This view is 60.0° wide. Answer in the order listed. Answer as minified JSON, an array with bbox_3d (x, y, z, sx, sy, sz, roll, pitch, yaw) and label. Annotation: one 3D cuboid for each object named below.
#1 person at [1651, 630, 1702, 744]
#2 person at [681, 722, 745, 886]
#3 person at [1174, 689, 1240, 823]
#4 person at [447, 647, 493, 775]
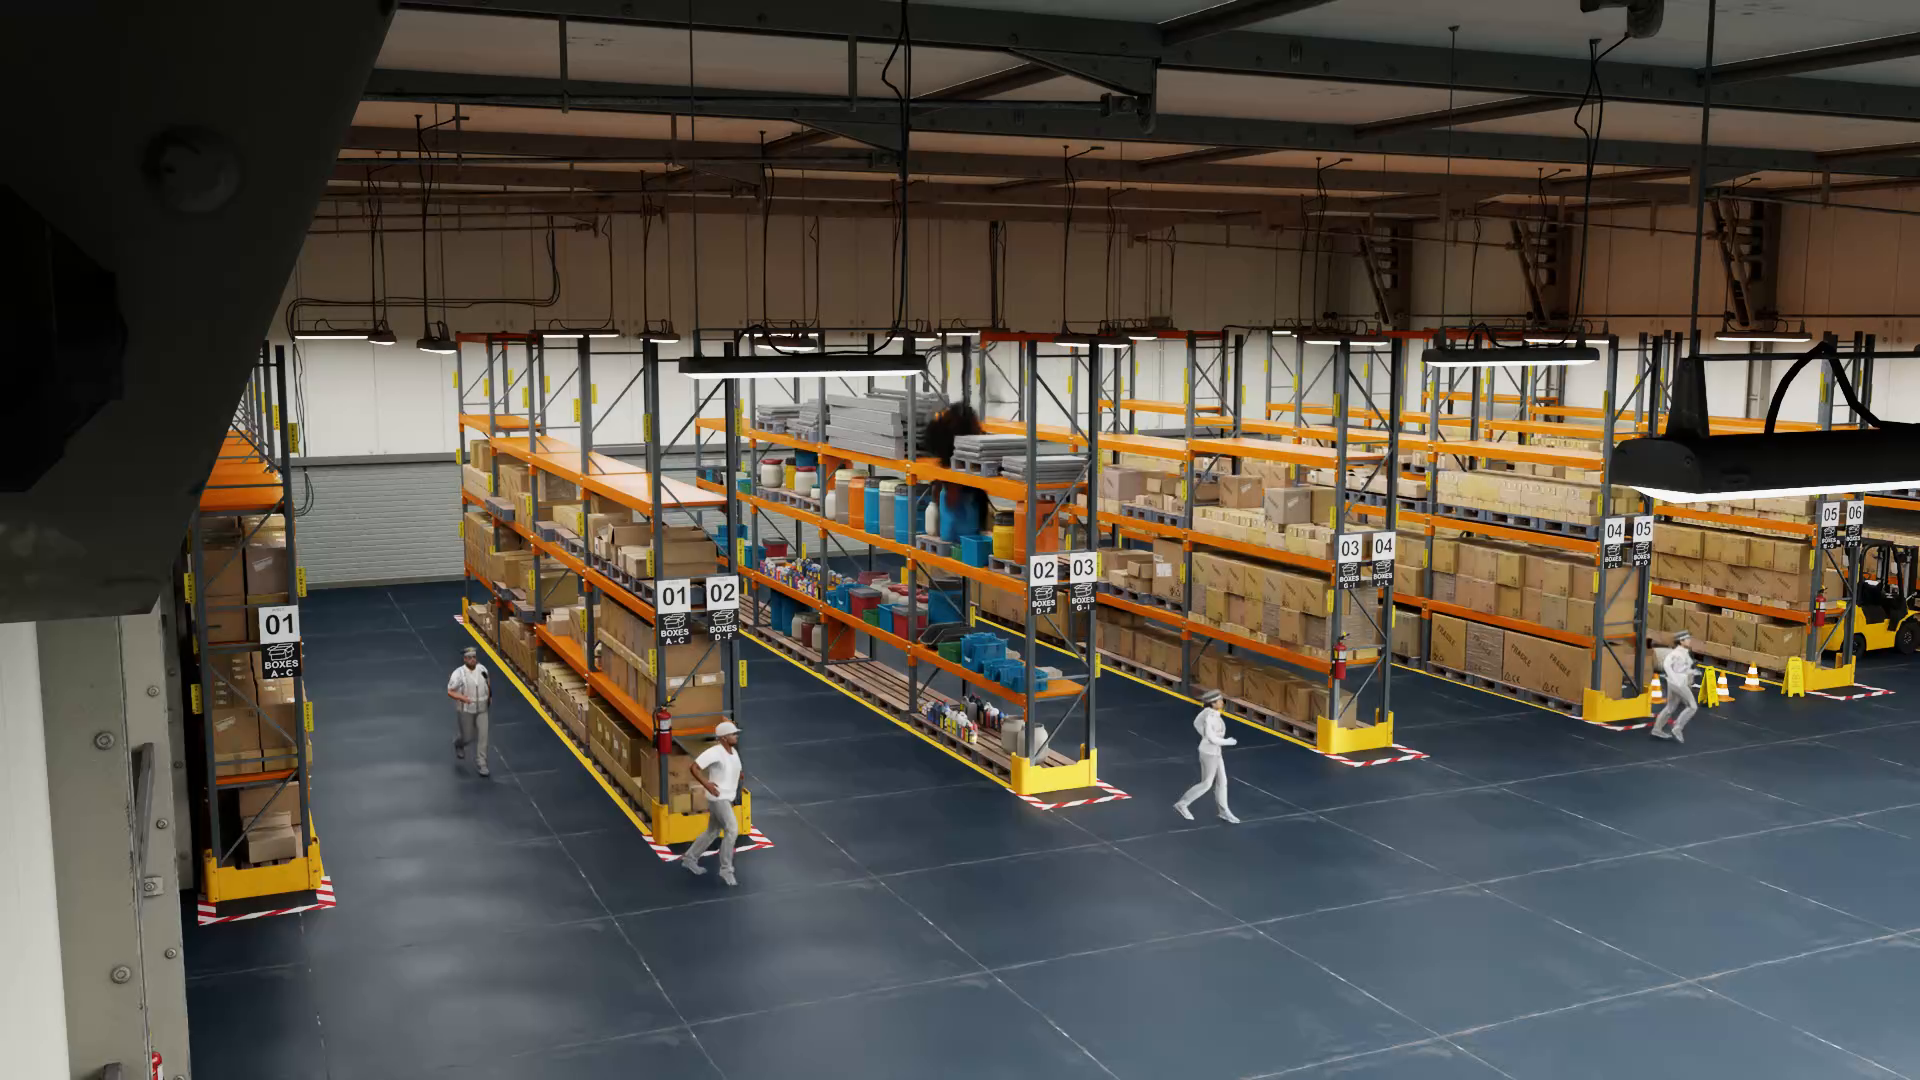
[{"bbox_3d":[10.675,2.180,24.743,0.655,1.720,0.572,3,8,22],"label":"person"},{"bbox_3d":[-2.768,2.960,18.850,0.728,1.814,0.728,1,8,11],"label":"person"},{"bbox_3d":[3.107,2.700,20.799,0.826,1.723,0.633,1,8,8],"label":"person"},{"bbox_3d":[-6.775,2.339,23.126,0.665,1.754,0.945,-6,10,-37],"label":"person"}]
